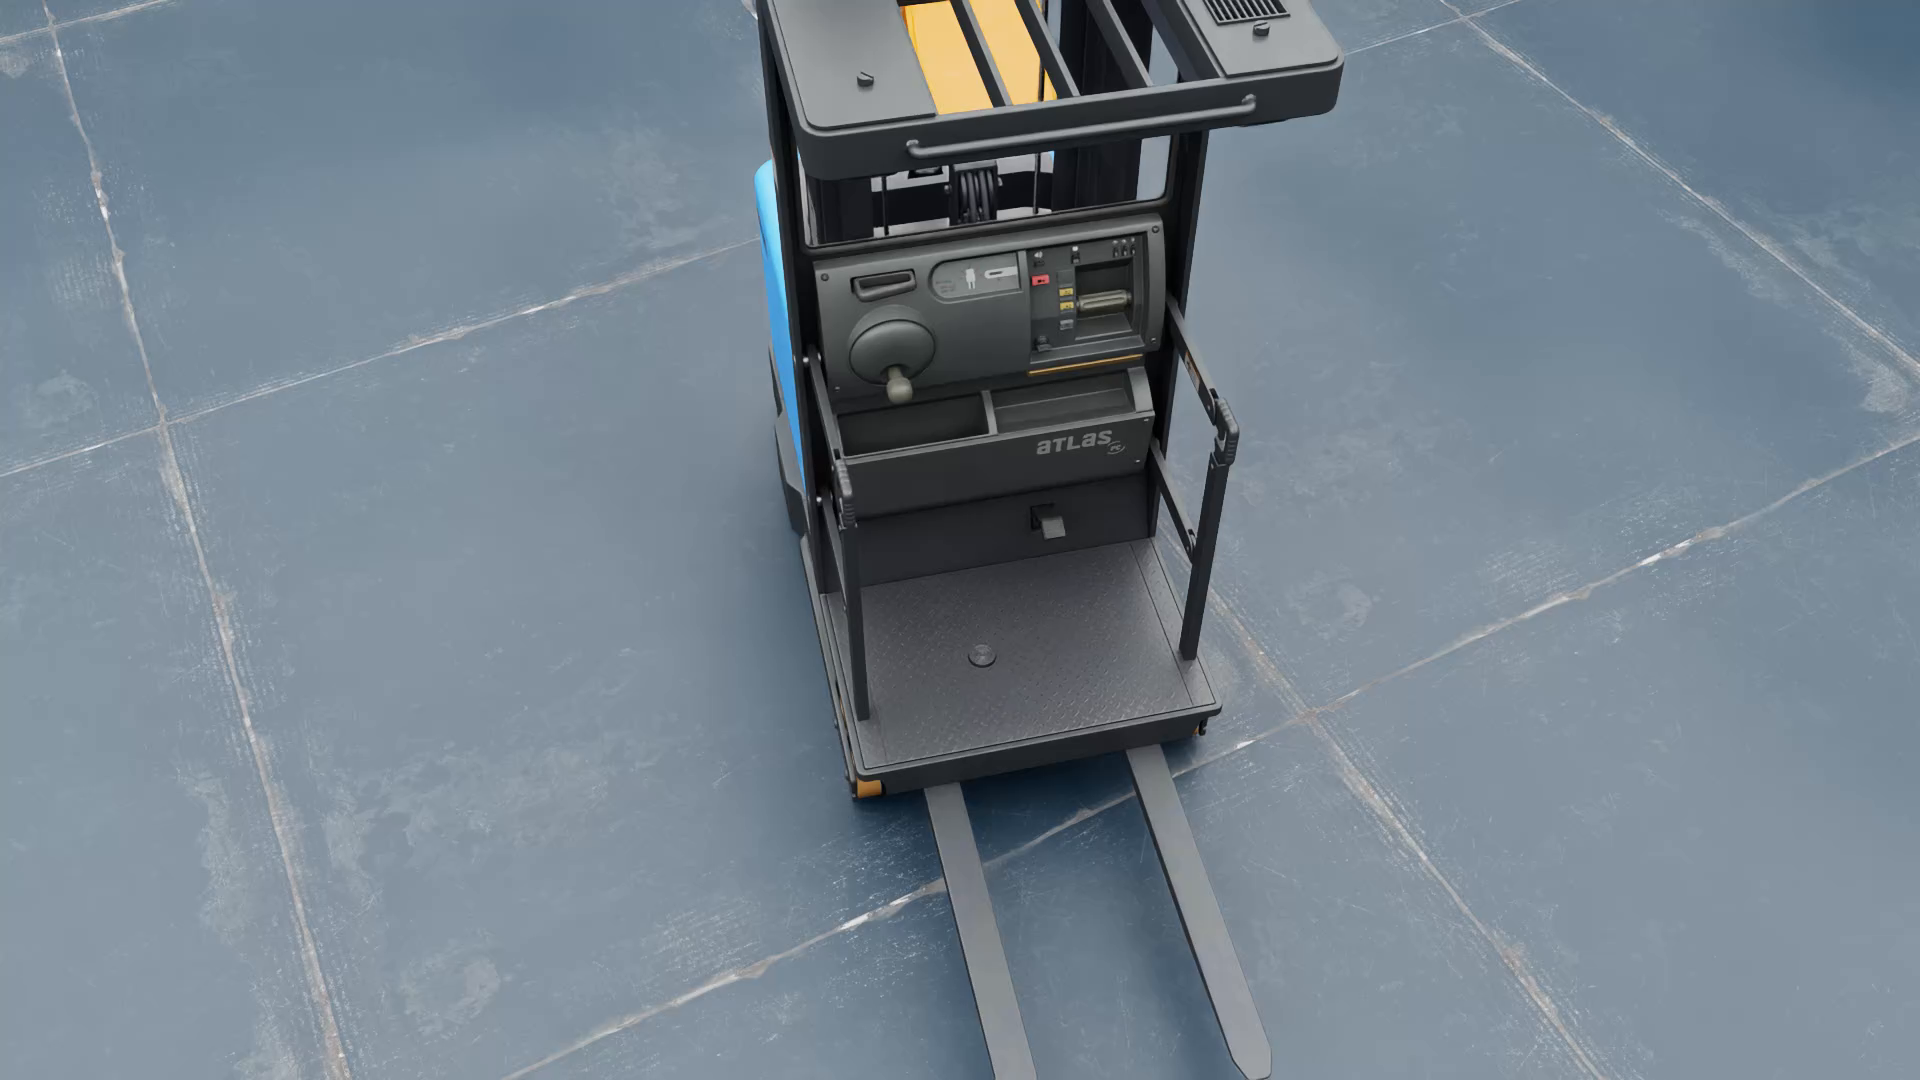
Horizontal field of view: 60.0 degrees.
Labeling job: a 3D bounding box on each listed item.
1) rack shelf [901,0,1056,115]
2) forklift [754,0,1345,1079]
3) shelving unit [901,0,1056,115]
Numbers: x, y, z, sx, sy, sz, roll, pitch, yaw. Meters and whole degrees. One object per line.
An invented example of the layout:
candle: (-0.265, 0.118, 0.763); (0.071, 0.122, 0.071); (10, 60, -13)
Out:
rack shelf: (0.072, -1.692, 6.094); (0.538, 0.278, 1.000); (-4, 49, -3)
forklift: (0.138, -0.502, 4.242); (1.130, 2.935, 3.031); (-10, 50, -8)
shelving unit: (0.072, -1.499, 6.314); (0.538, 1.125, 1.048); (-4, 49, -3)
